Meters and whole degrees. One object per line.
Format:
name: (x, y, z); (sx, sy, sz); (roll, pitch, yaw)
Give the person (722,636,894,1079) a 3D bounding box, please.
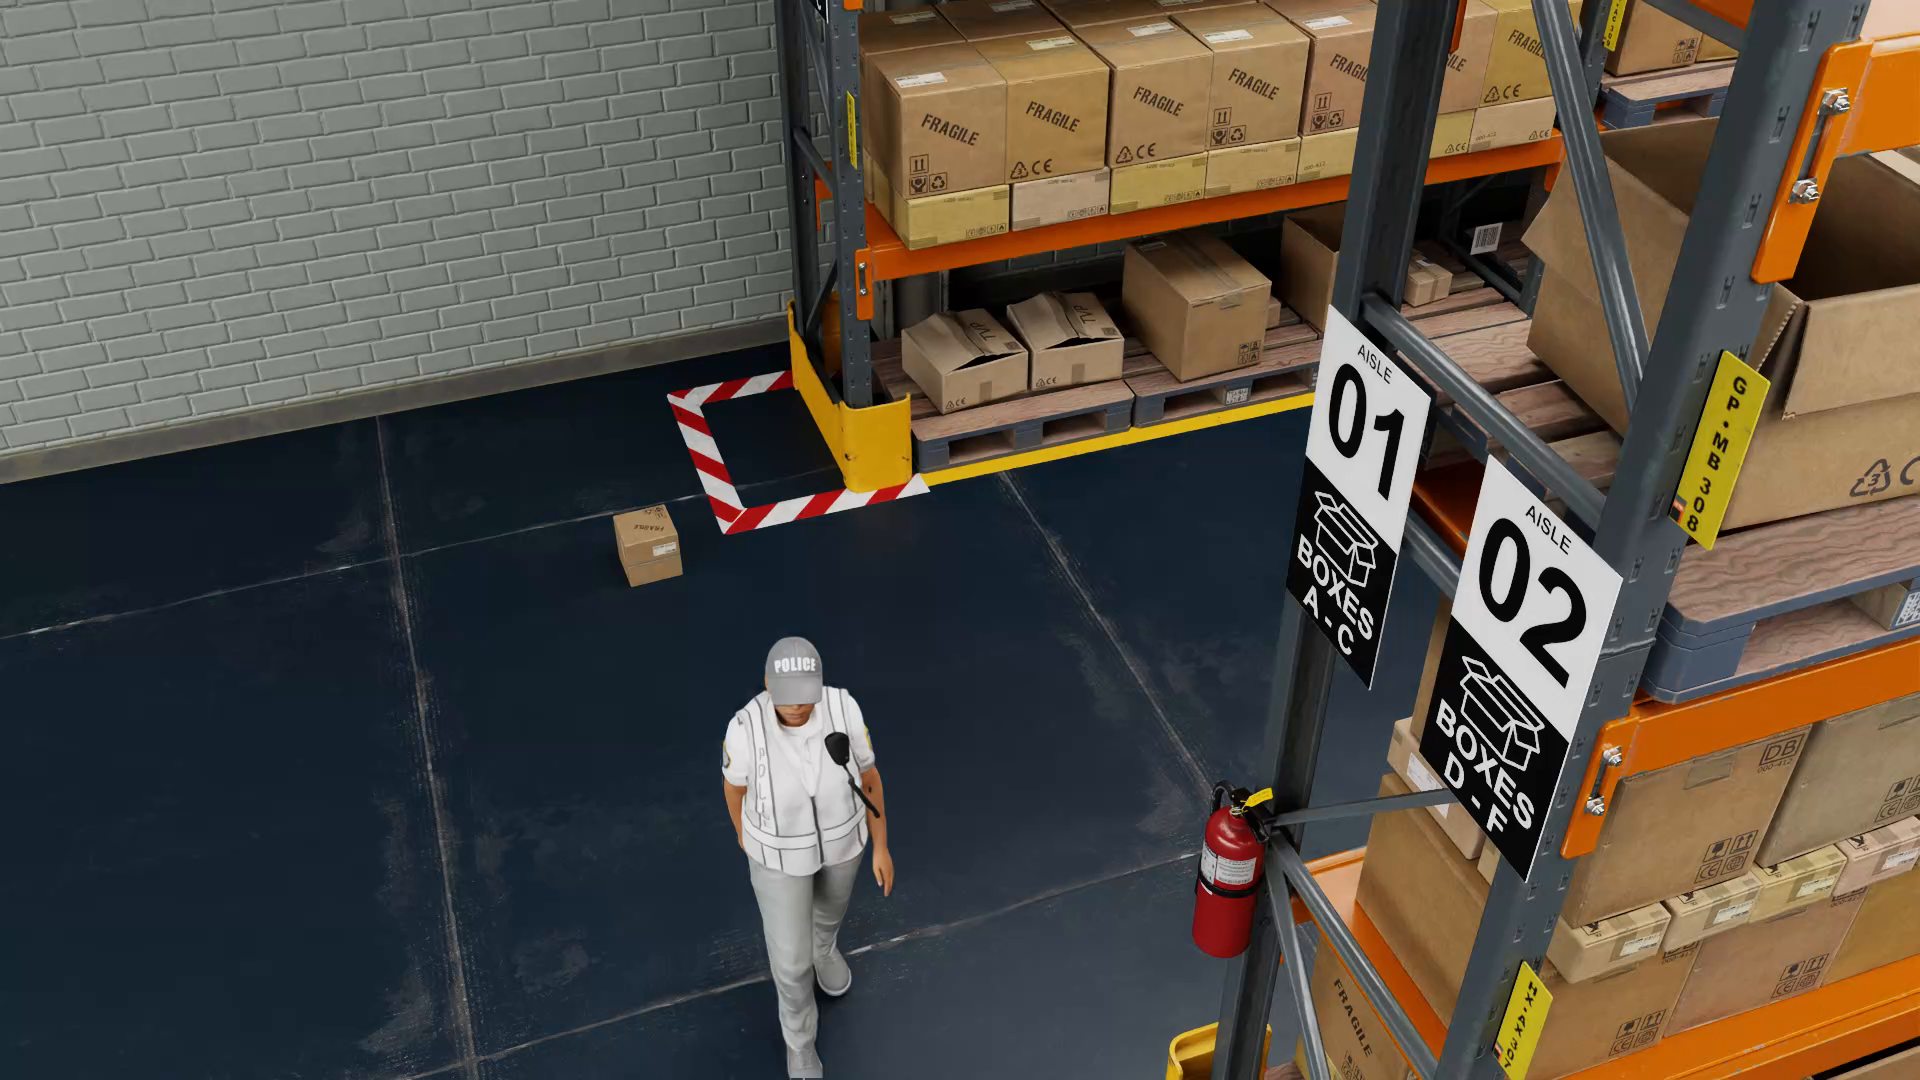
person: (-0.475, 1.046, 5.467); (0.479, 1.719, 0.626); (-14, 40, -17)
